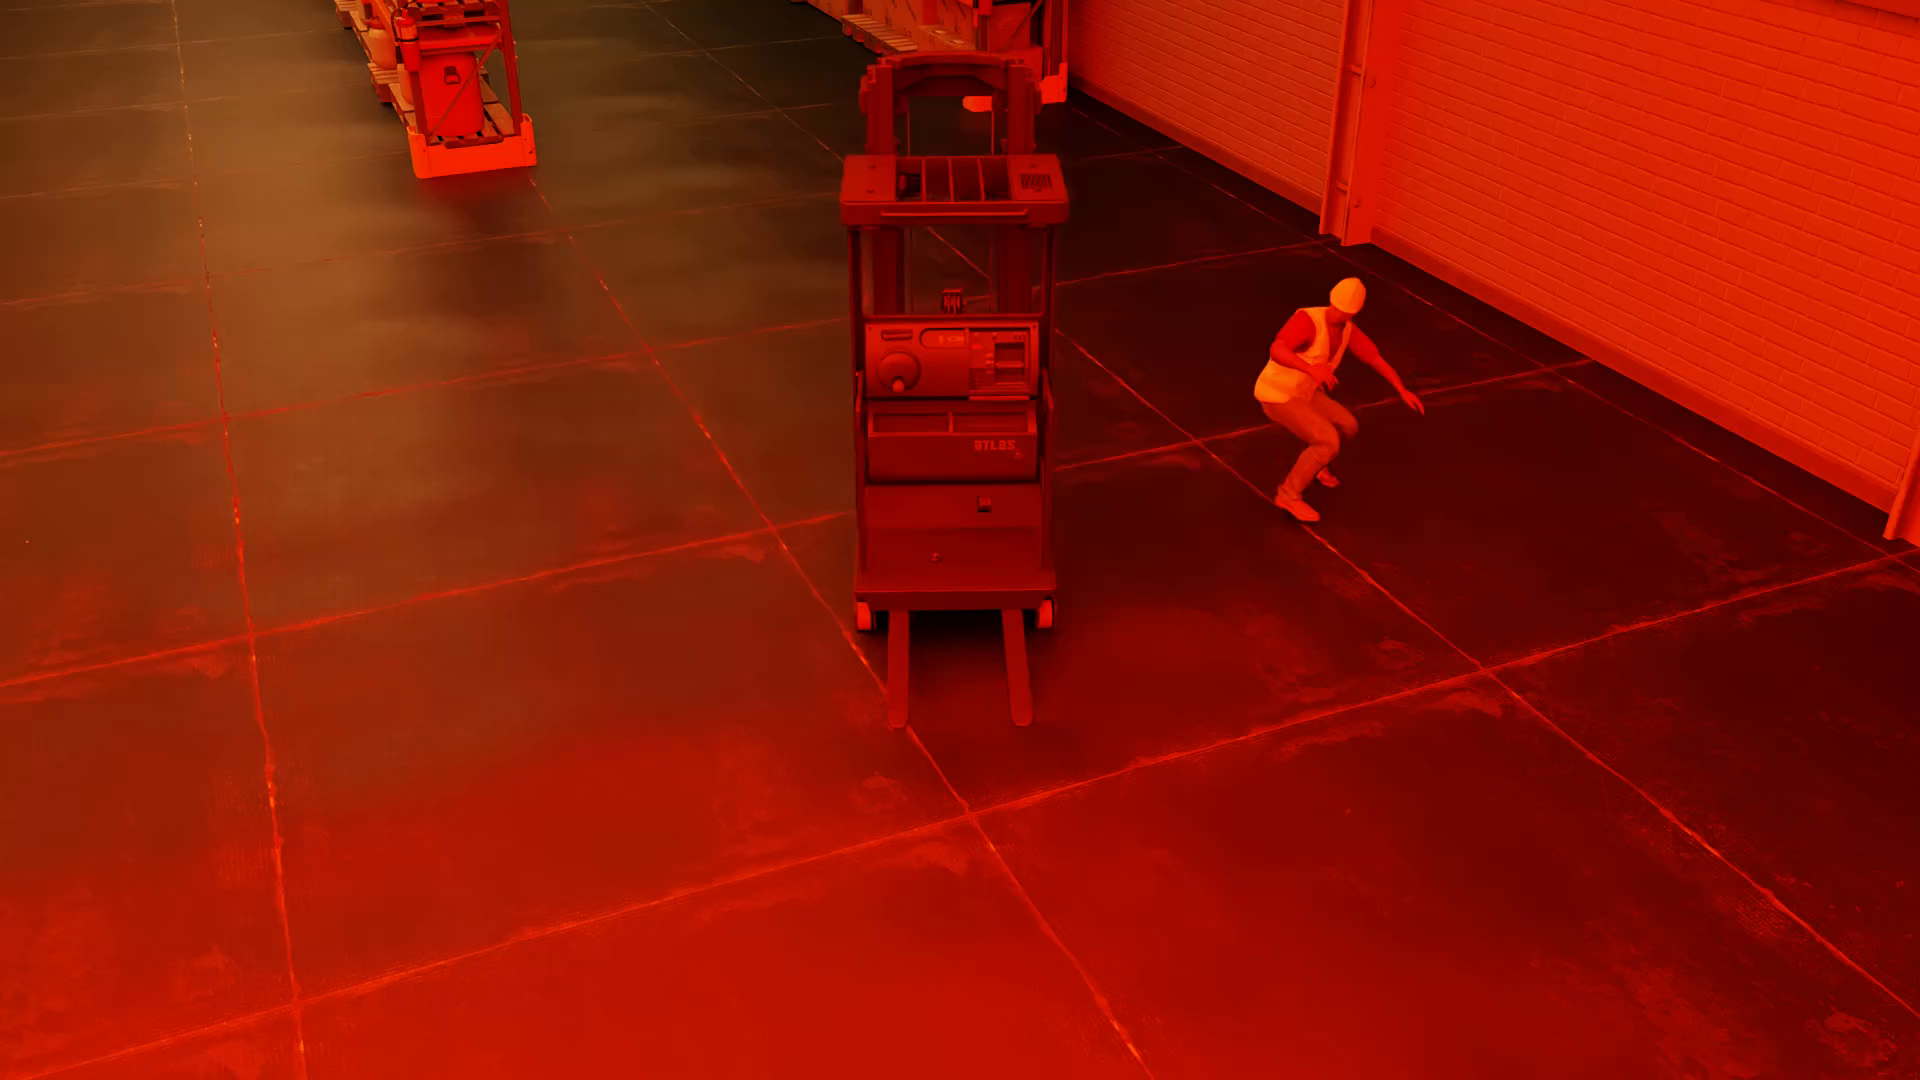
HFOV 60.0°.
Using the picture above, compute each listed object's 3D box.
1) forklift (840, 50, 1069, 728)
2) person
[{"bbox_3d":[-0.034,-0.928,8.744,1.130,2.935,3.031,-1,30,-1],"label":"forklift"},{"bbox_3d":[2.253,-0.848,10.082,0.914,1.508,0.844,21,36,32],"label":"person"}]
